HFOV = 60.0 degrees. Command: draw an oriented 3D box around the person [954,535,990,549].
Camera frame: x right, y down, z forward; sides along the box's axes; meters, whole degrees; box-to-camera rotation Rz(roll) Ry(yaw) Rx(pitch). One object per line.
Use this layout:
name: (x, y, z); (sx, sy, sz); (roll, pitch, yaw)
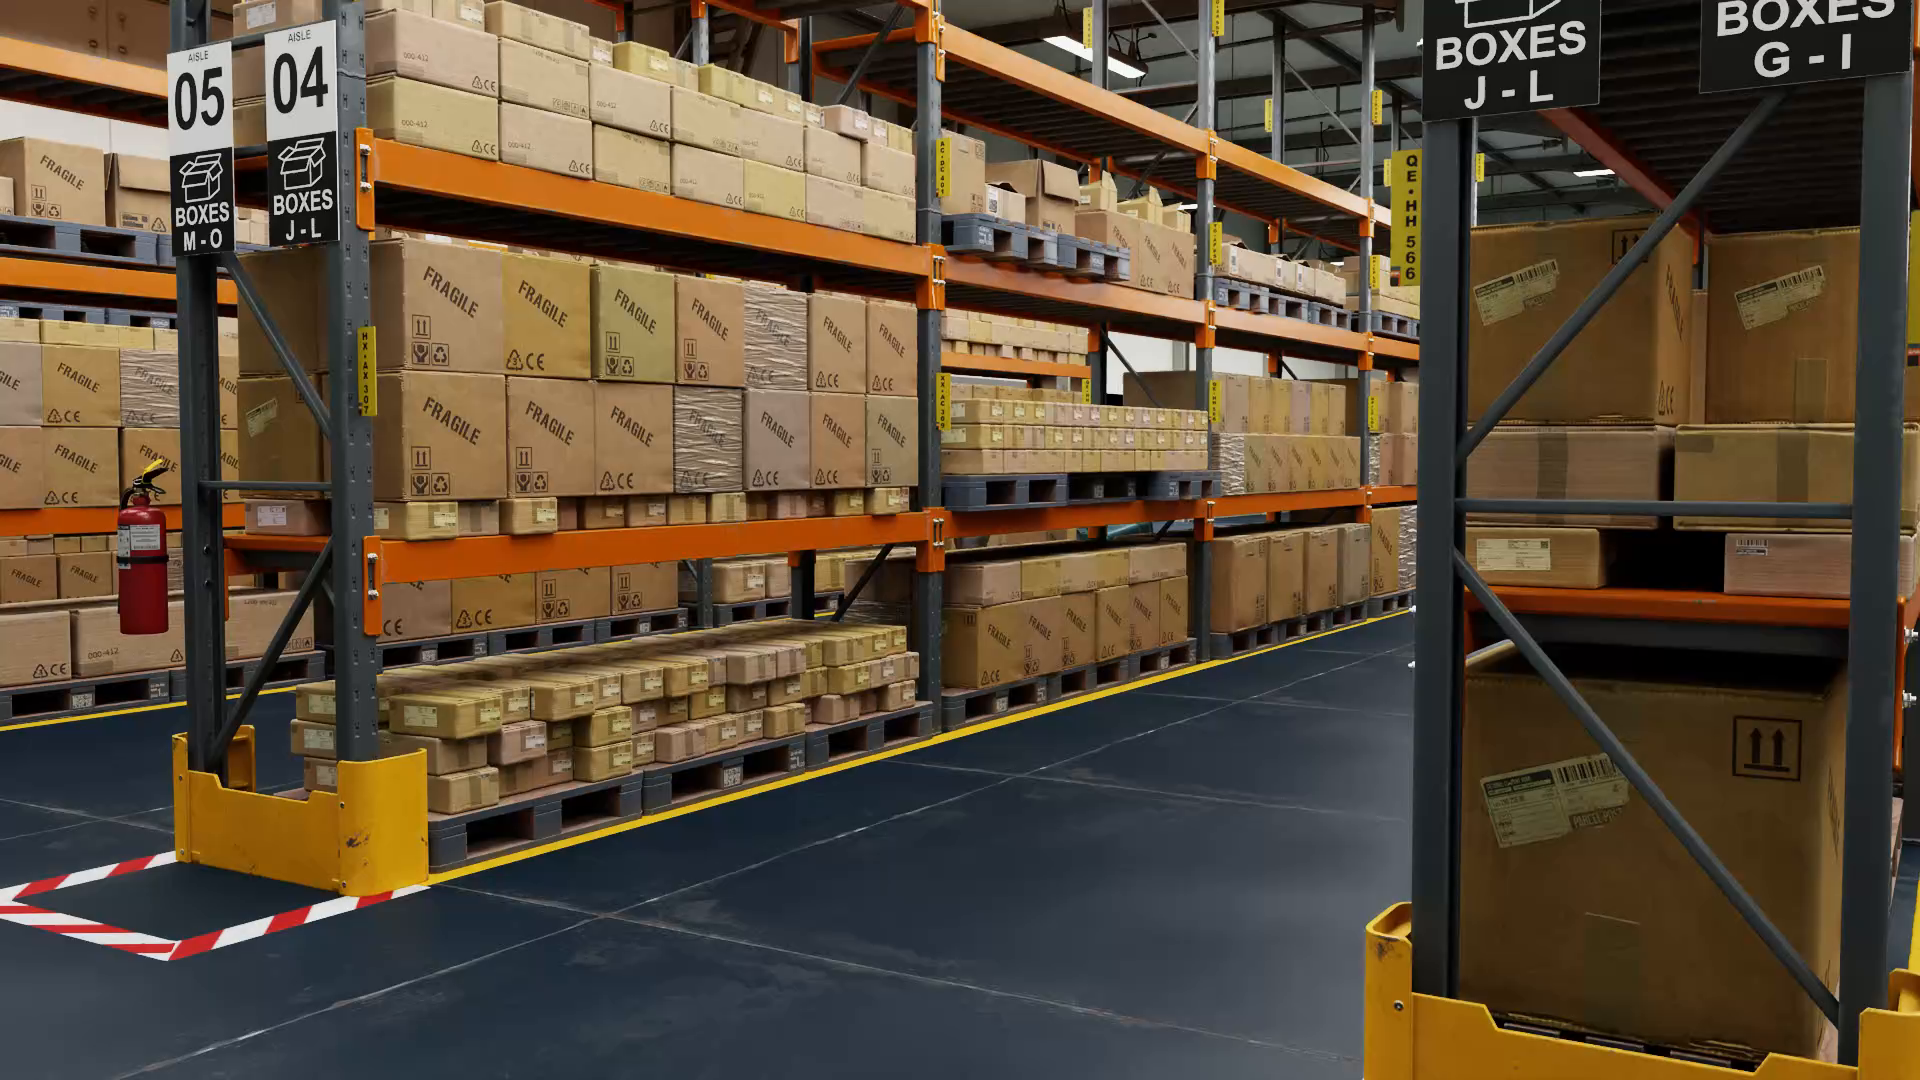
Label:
person: (0.081, -0.083, 16.713); (0.528, 1.697, 0.570); (2, 3, 31)
